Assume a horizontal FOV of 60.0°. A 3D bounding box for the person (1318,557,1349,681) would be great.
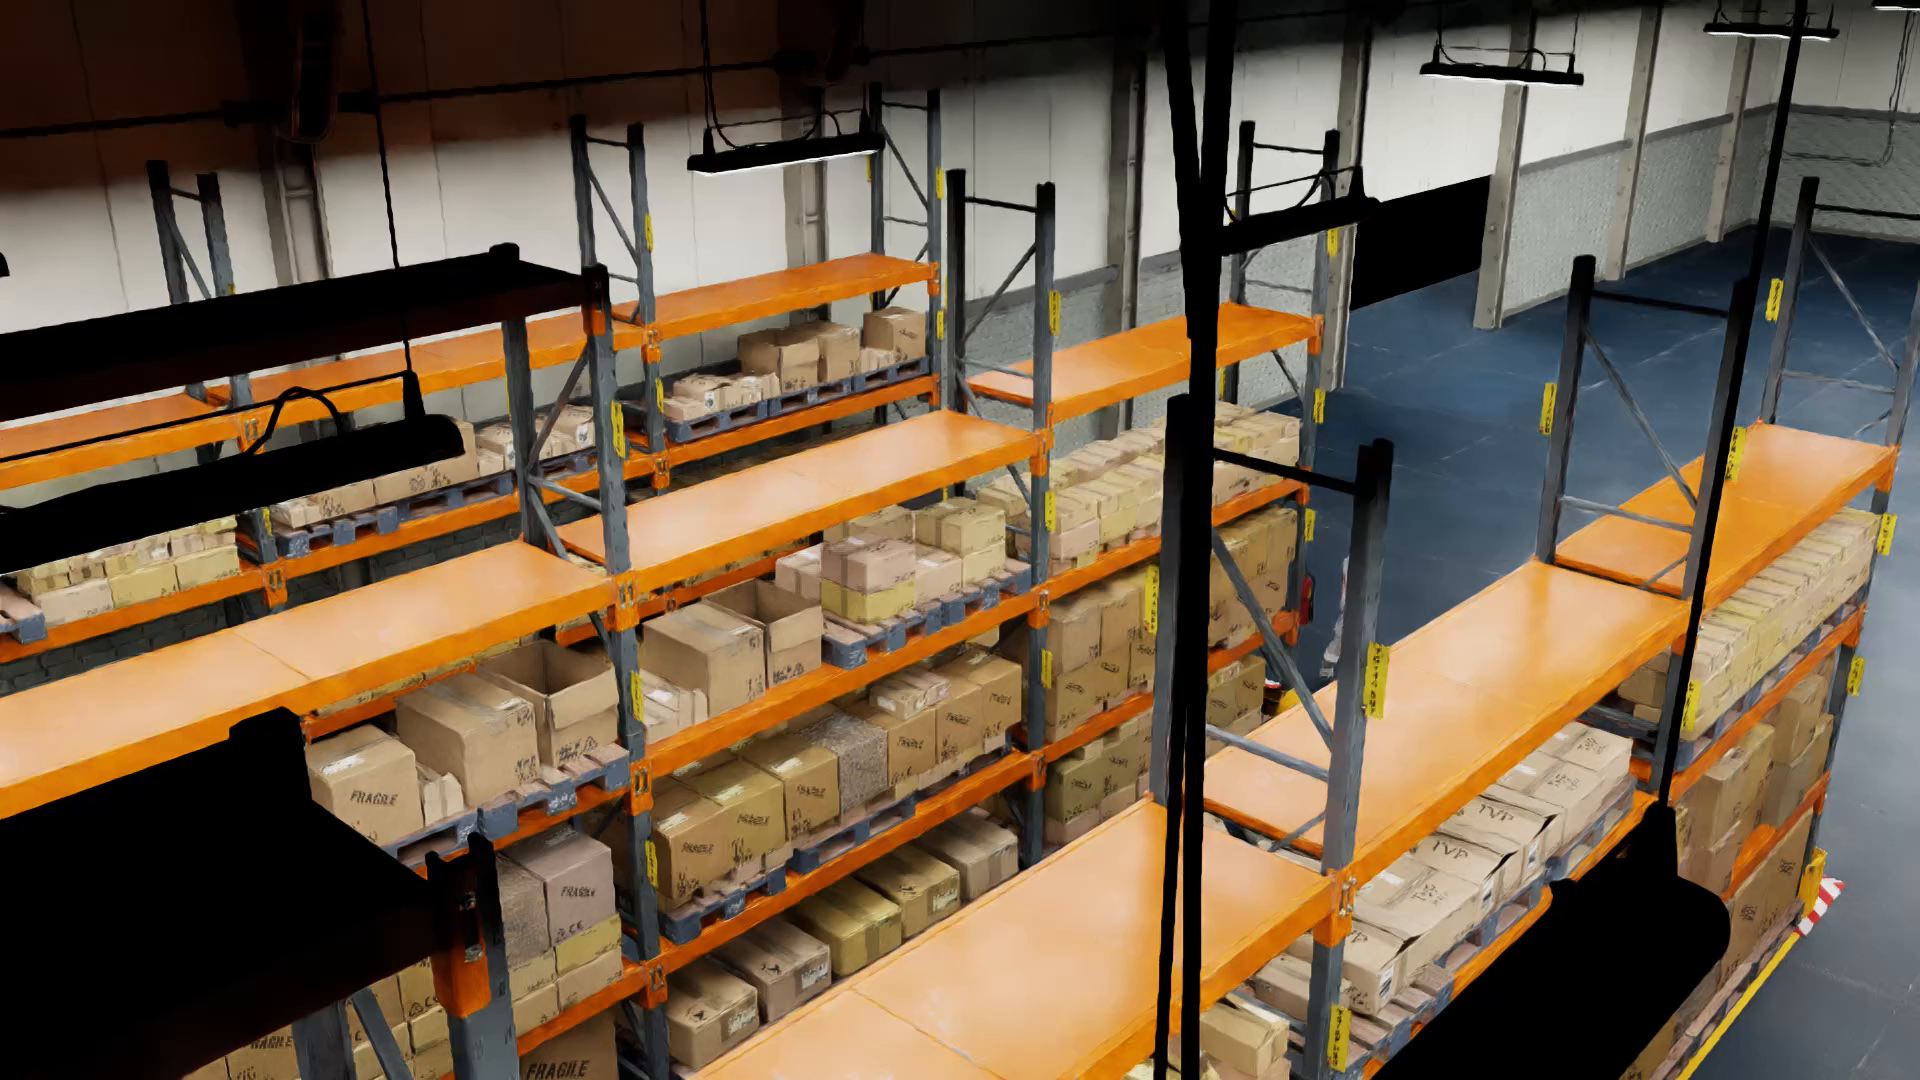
[{"bbox_3d":[4.164,0.751,17.632,0.462,1.793,0.673,-6,22,-15],"label":"person"}]
